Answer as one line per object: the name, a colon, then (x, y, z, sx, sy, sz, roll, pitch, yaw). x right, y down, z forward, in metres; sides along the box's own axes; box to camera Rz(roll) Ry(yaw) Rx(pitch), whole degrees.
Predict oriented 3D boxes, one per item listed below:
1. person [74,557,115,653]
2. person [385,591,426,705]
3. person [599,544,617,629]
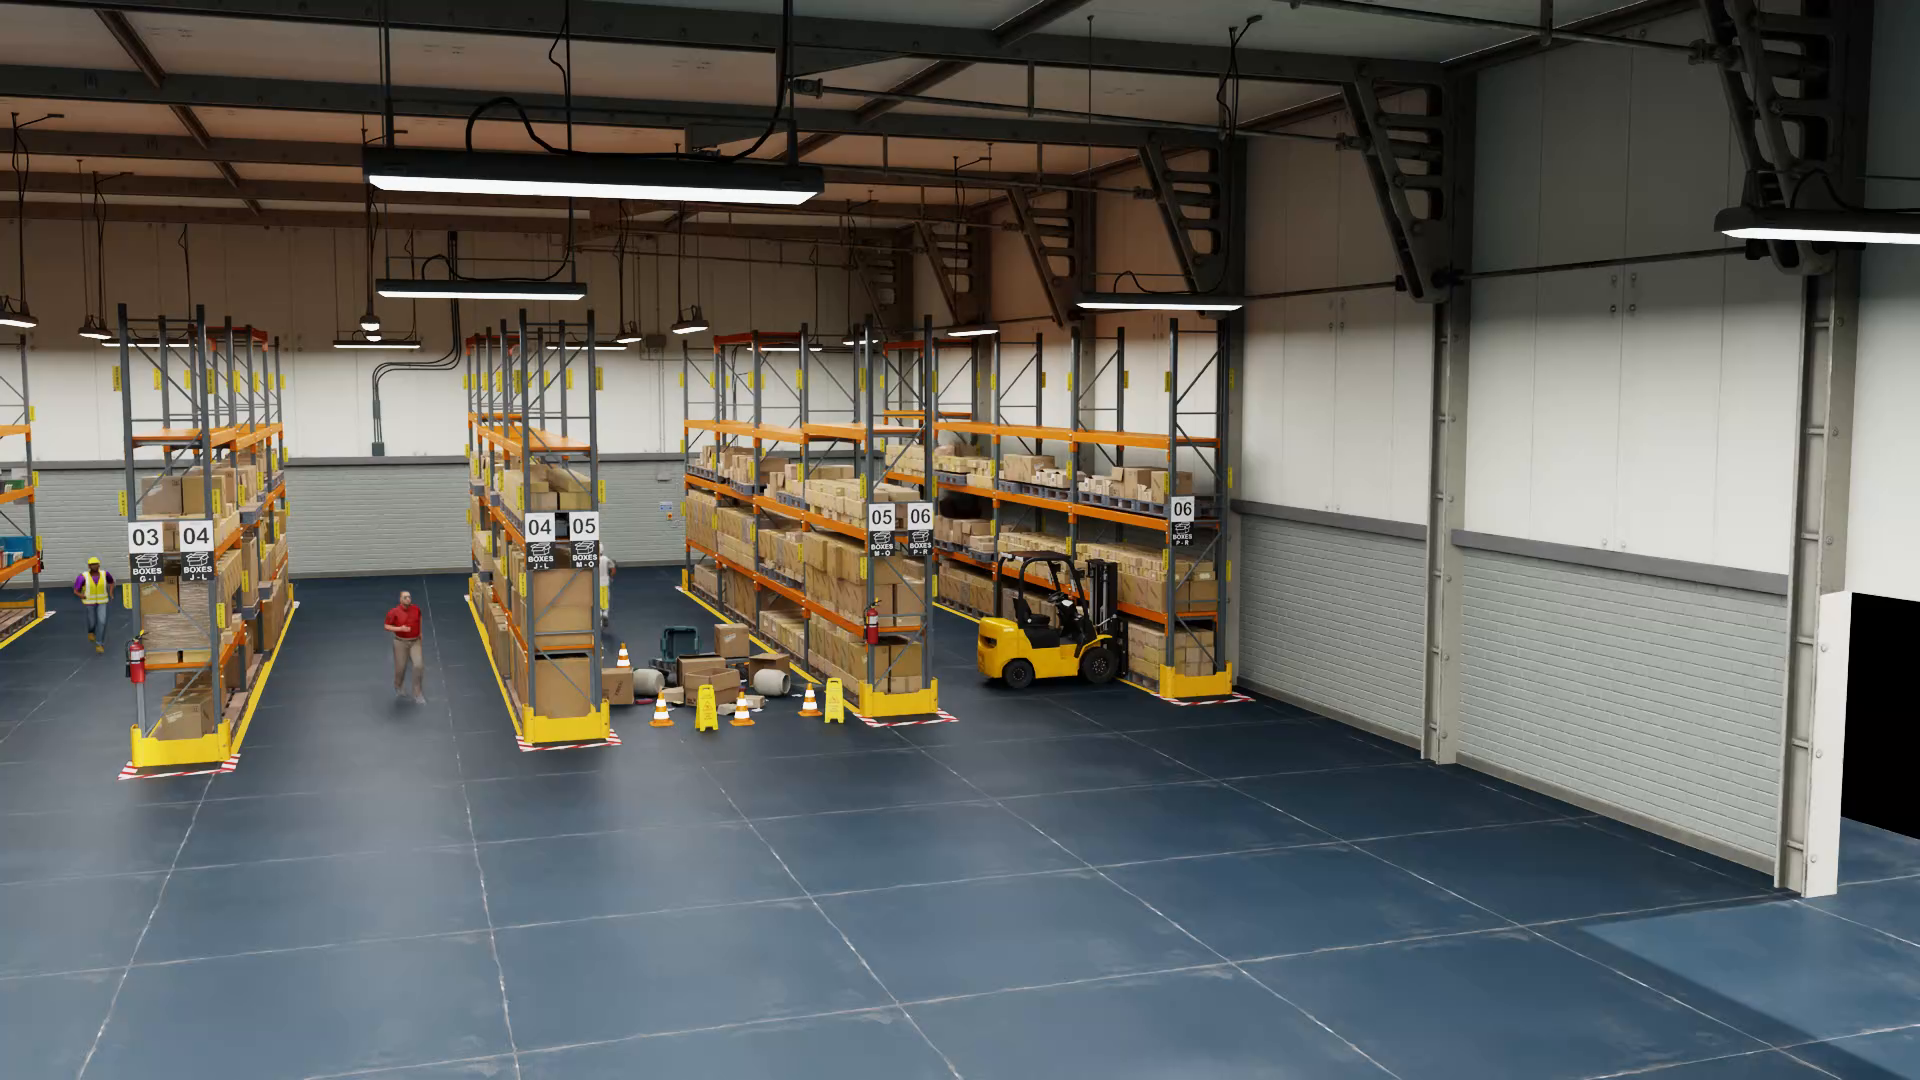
person: (-16.173, 1.201, 31.112, 0.705, 1.779, 0.878, -4, 7, -34)
person: (-8.674, 1.678, 26.023, 0.644, 1.787, 0.781, -4, 7, -34)
person: (-7.327, 0.913, 33.809, 0.643, 1.742, 0.587, -2, 6, -18)
